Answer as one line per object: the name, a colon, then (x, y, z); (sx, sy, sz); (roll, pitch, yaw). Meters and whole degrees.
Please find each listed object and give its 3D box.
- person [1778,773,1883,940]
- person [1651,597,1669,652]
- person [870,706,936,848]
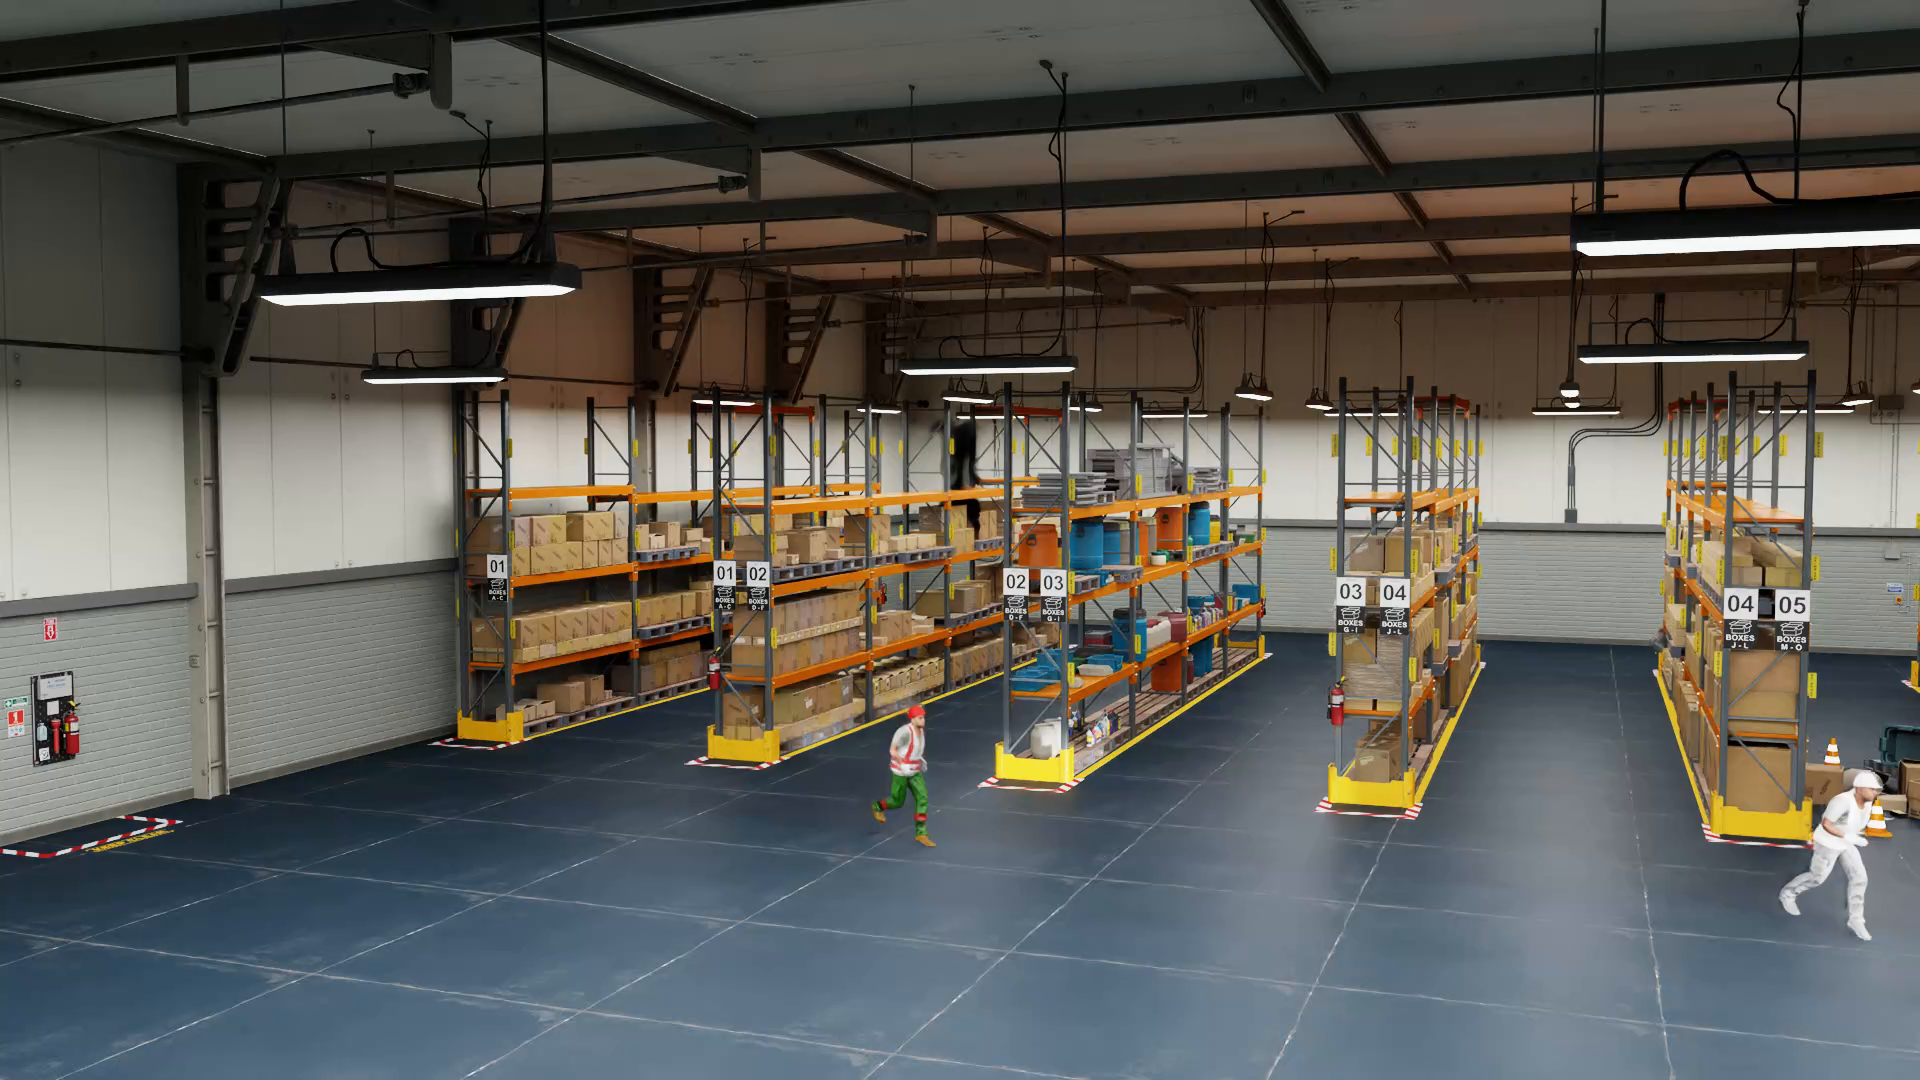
person: (9.062, 3.221, 17.327); (0.728, 1.728, 1.054); (-2, 4, -33)
person: (15.957, 2.064, 37.563); (0.586, 1.725, 0.724); (1, 3, 15)
person: (-0.714, 2.971, 21.170); (1.065, 1.772, 0.659); (3, 4, 40)
